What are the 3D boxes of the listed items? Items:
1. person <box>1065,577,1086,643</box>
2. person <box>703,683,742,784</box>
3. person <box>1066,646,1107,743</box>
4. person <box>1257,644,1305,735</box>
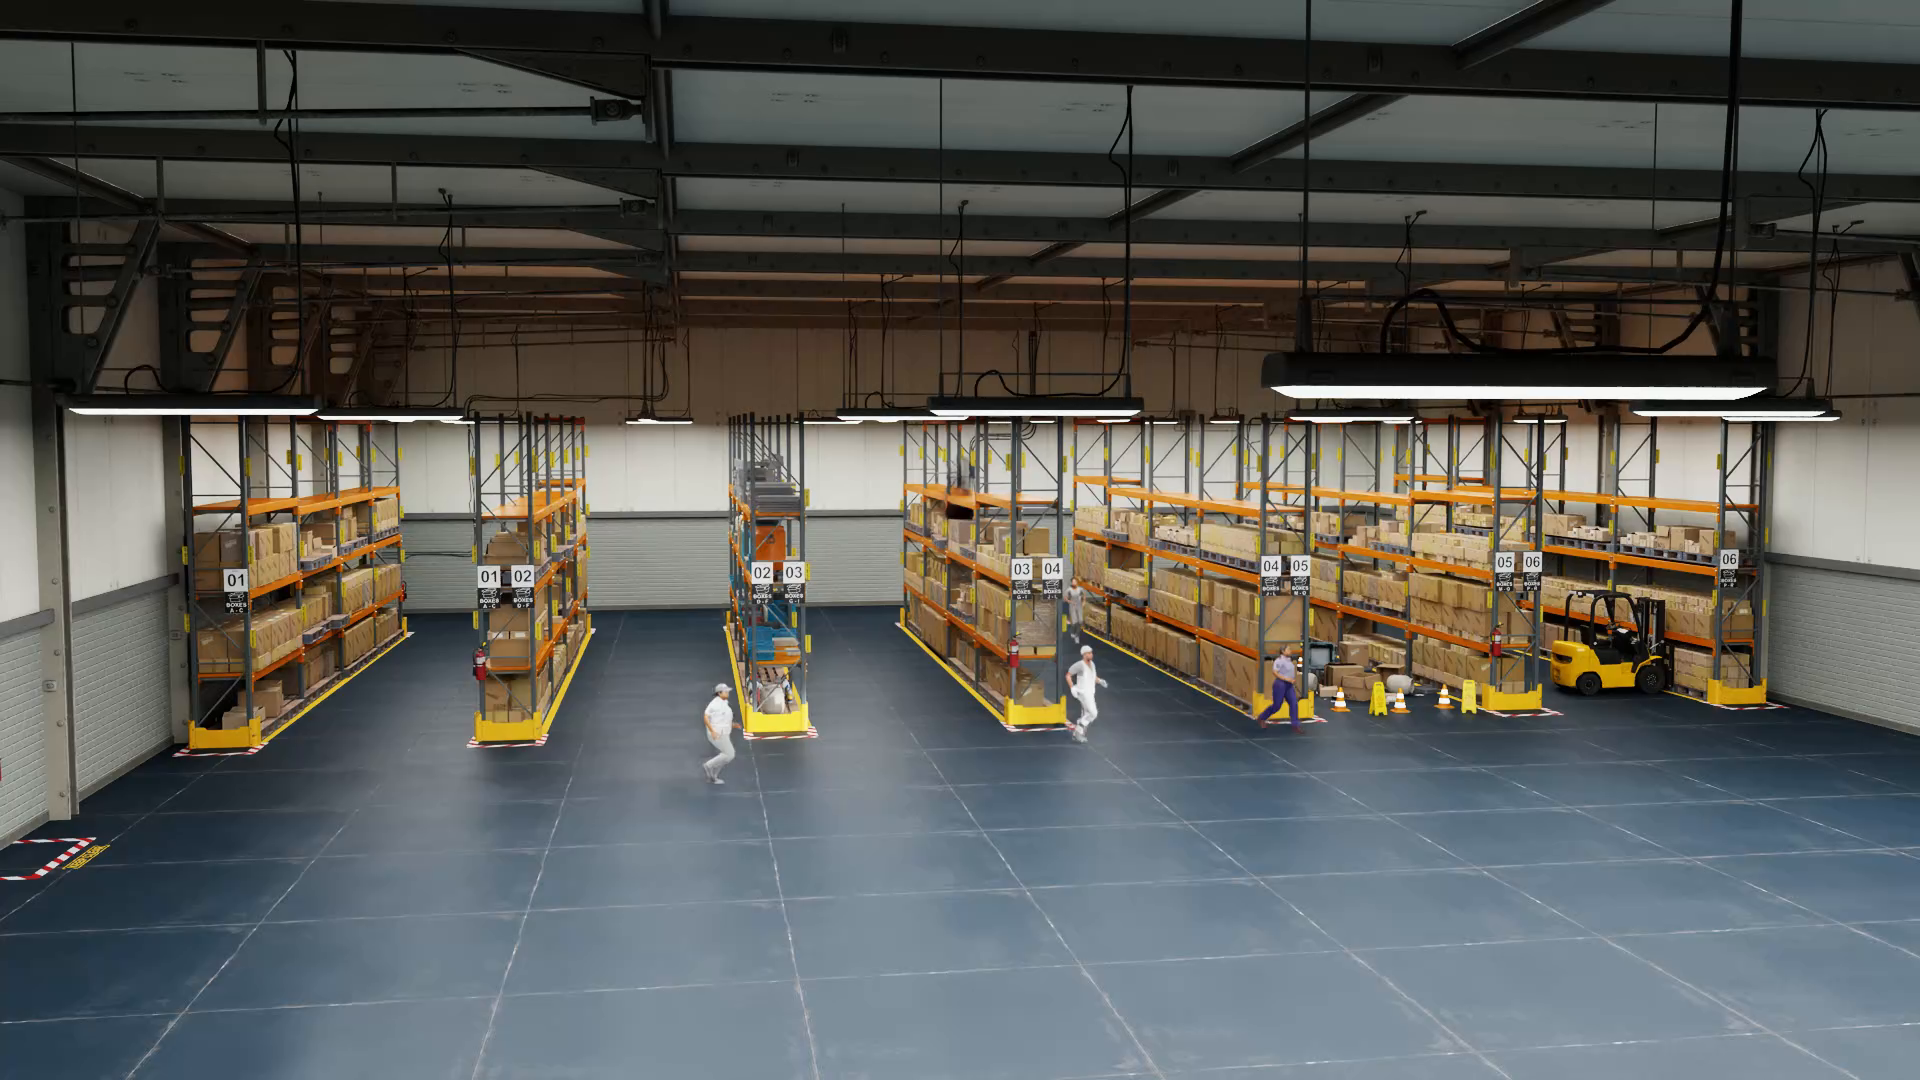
[{"bbox_3d":[2.985,1.810,42.859,0.574,1.695,0.667,0,4,-3],"label":"person"},{"bbox_3d":[-3.804,3.105,26.639,0.591,1.618,0.592,1,4,9],"label":"person"},{"bbox_3d":[2.320,2.789,30.100,0.644,1.758,0.655,3,5,33],"label":"person"},{"bbox_3d":[6.079,2.780,31.187,0.954,1.649,0.648,3,5,41],"label":"person"}]
